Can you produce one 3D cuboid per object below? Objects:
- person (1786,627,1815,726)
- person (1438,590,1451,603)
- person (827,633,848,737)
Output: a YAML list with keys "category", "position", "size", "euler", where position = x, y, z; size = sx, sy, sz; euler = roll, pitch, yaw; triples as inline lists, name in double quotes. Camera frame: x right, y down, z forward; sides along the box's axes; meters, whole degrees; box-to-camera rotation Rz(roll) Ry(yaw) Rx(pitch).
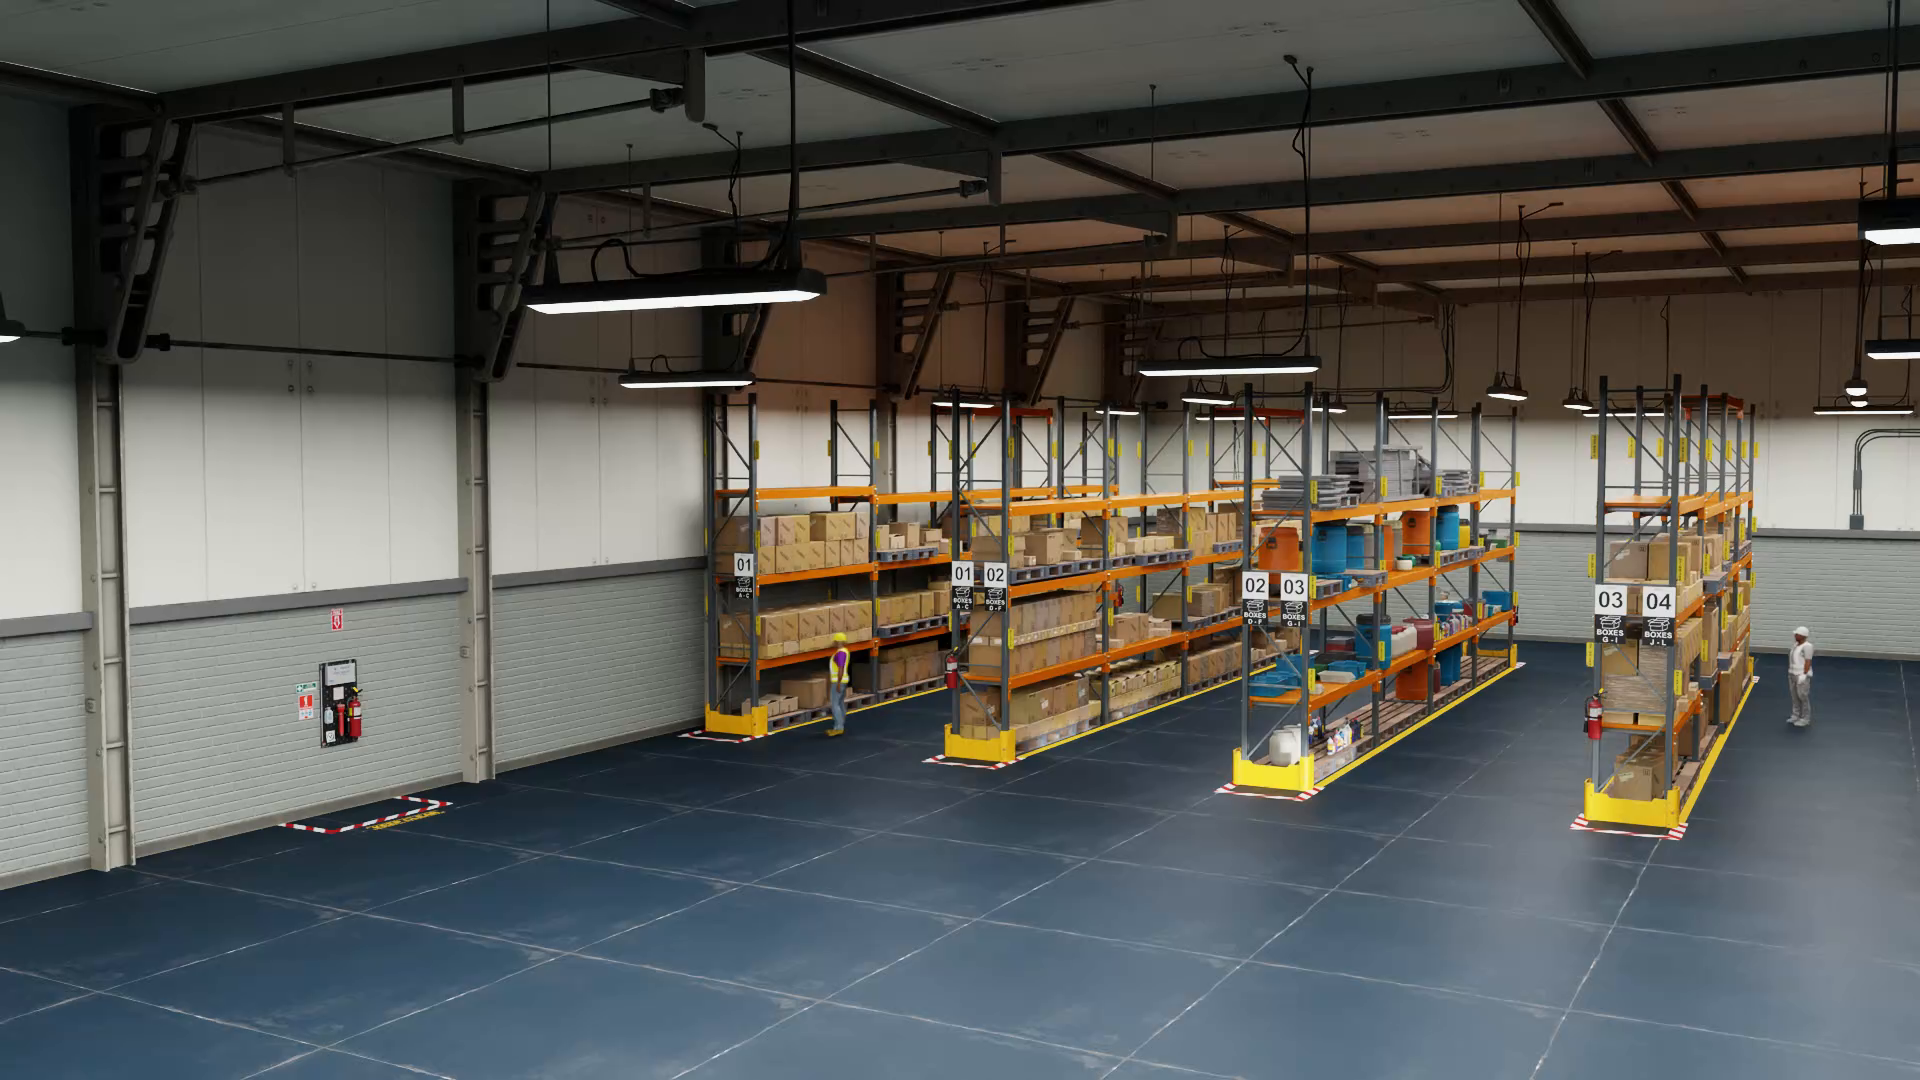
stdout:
- category: "person"
  position: [15.334, 2.477, 30.351]
  size: [0.395, 1.800, 0.590]
  euler: [0, 3, -7]
- category: "person"
  position: [11.604, 2.008, 40.011]
  size: [0.507, 1.641, 0.980]
  euler: [1, 3, 24]
- category: "person"
  position: [-2.162, 2.547, 29.331]
  size: [0.384, 1.809, 0.625]
  euler: [0, 3, 2]
